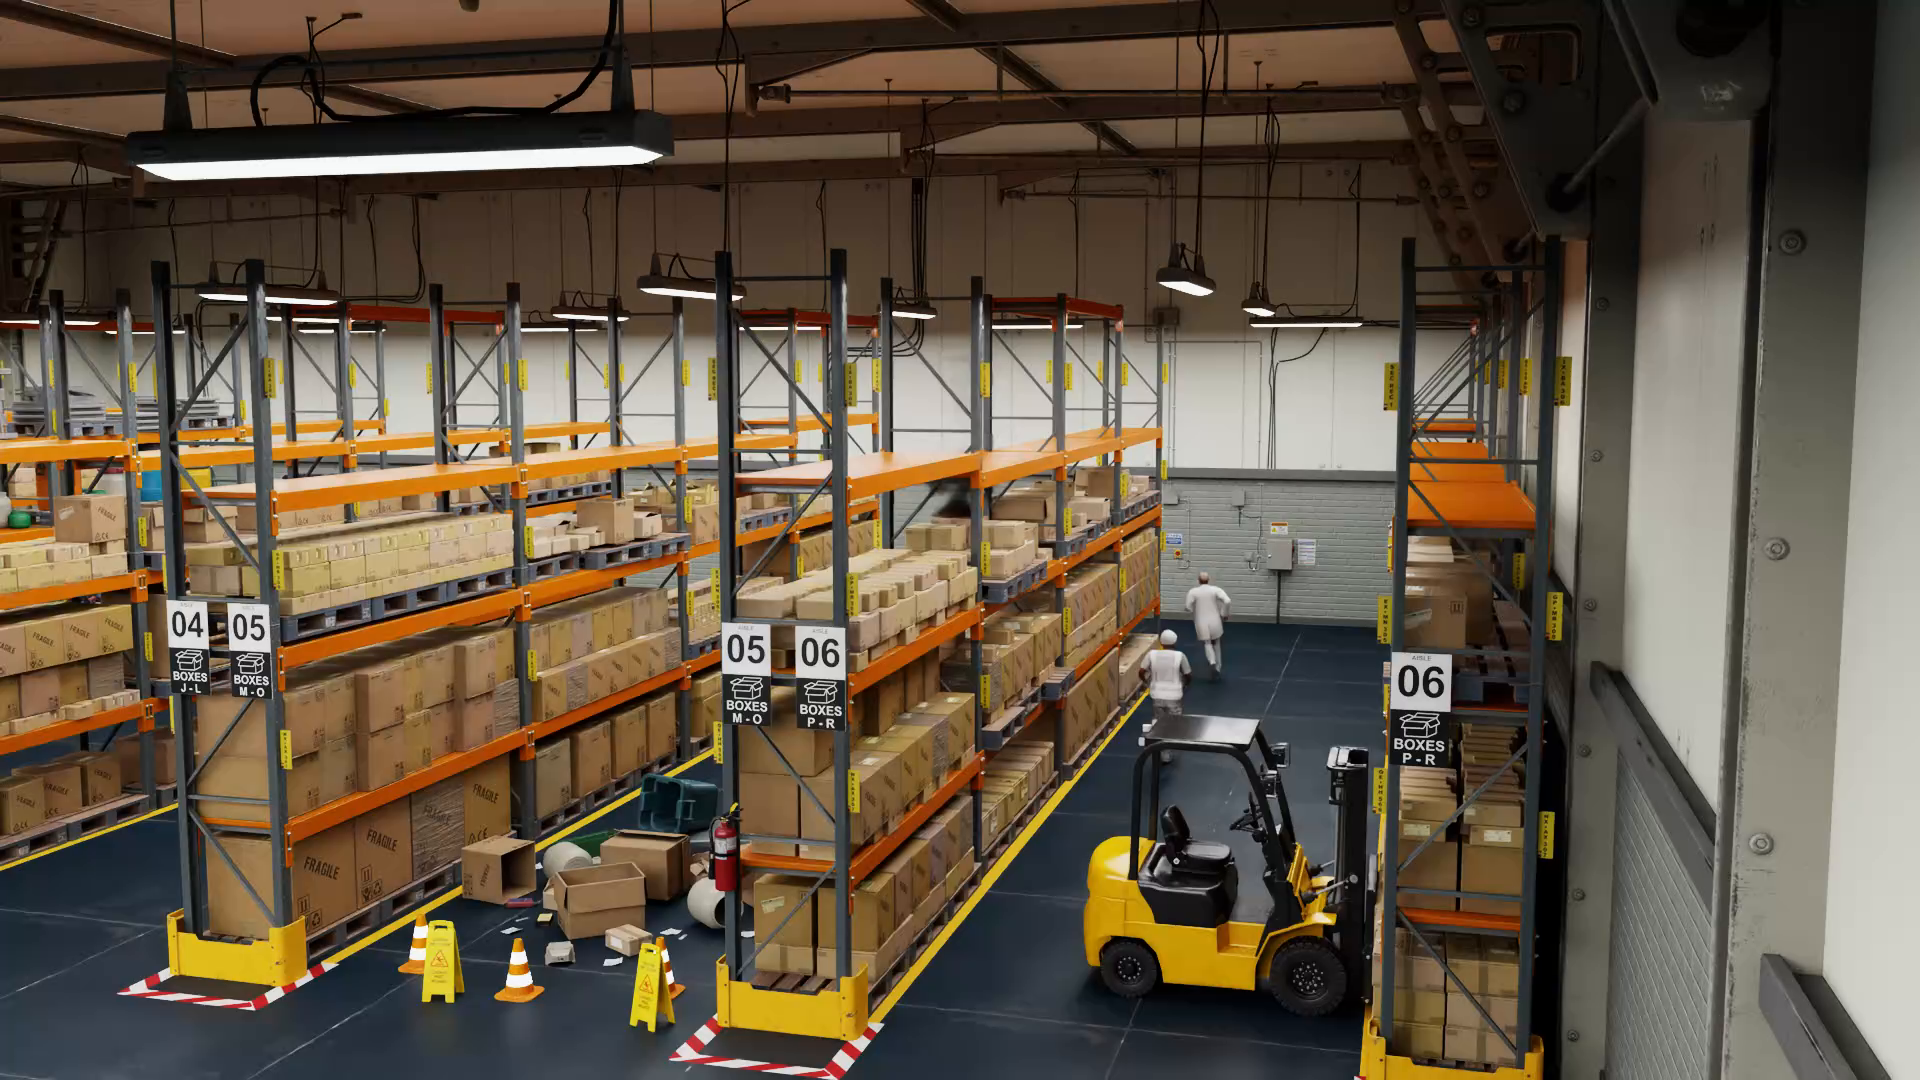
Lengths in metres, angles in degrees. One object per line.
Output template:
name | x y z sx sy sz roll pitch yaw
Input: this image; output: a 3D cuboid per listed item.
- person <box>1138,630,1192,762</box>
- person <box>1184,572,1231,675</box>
person | 2.645 2.040 21.447 0.684 1.767 0.761 2 6 15
person | 4.076 1.407 27.460 0.746 1.771 0.953 0 6 3
